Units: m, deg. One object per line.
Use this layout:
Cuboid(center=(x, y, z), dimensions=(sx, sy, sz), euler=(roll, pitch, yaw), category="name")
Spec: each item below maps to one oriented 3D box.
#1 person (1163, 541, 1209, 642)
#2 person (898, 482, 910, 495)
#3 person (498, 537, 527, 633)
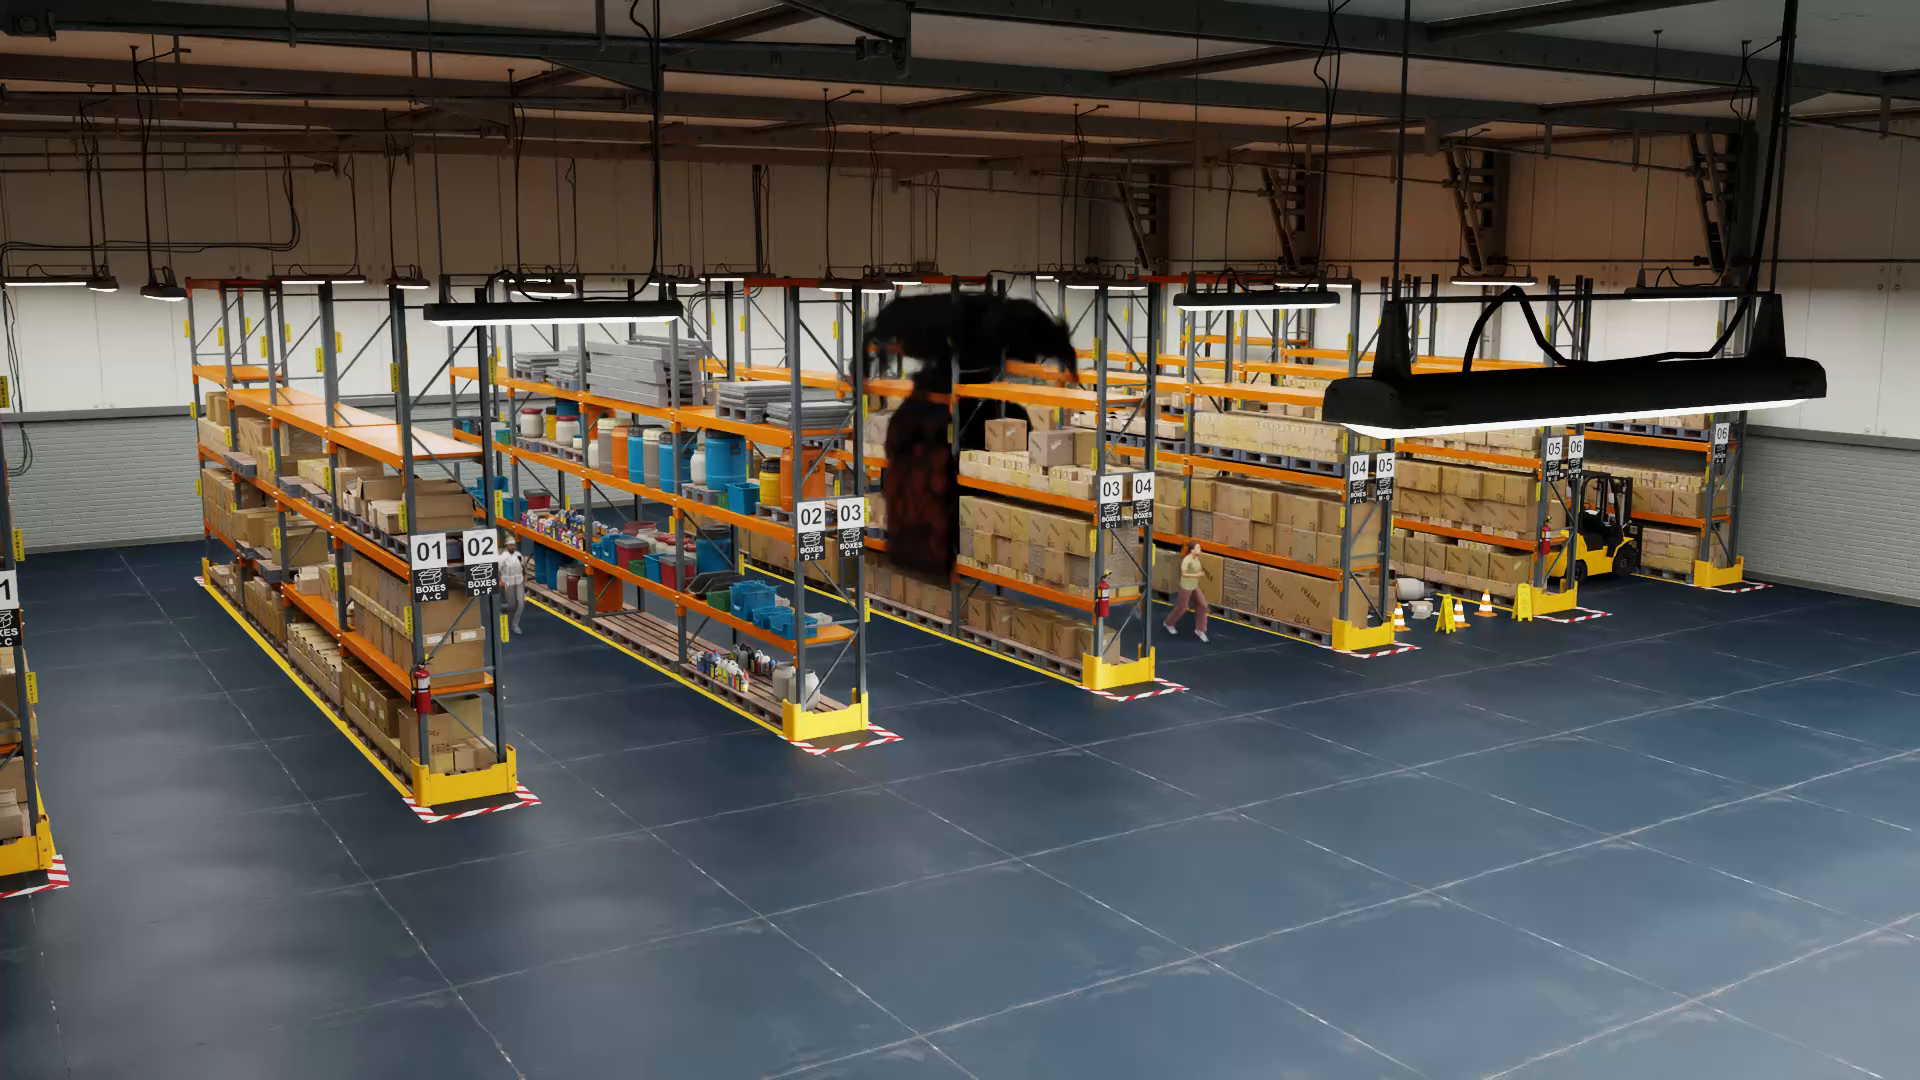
Cuboid(center=(3.821, 0.841, 28.031), dimensions=(0.896, 1.707, 0.599), euler=(7, 12, 37), category="person")
Cuboid(center=(-1.250, -0.499, 36.364), dimensions=(0.536, 1.564, 0.576), euler=(-9, 13, -41), category="person")
Cuboid(center=(-7.725, 0.750, 28.654), dimensions=(0.582, 1.665, 0.578), euler=(-7, 12, -38), category="person")
